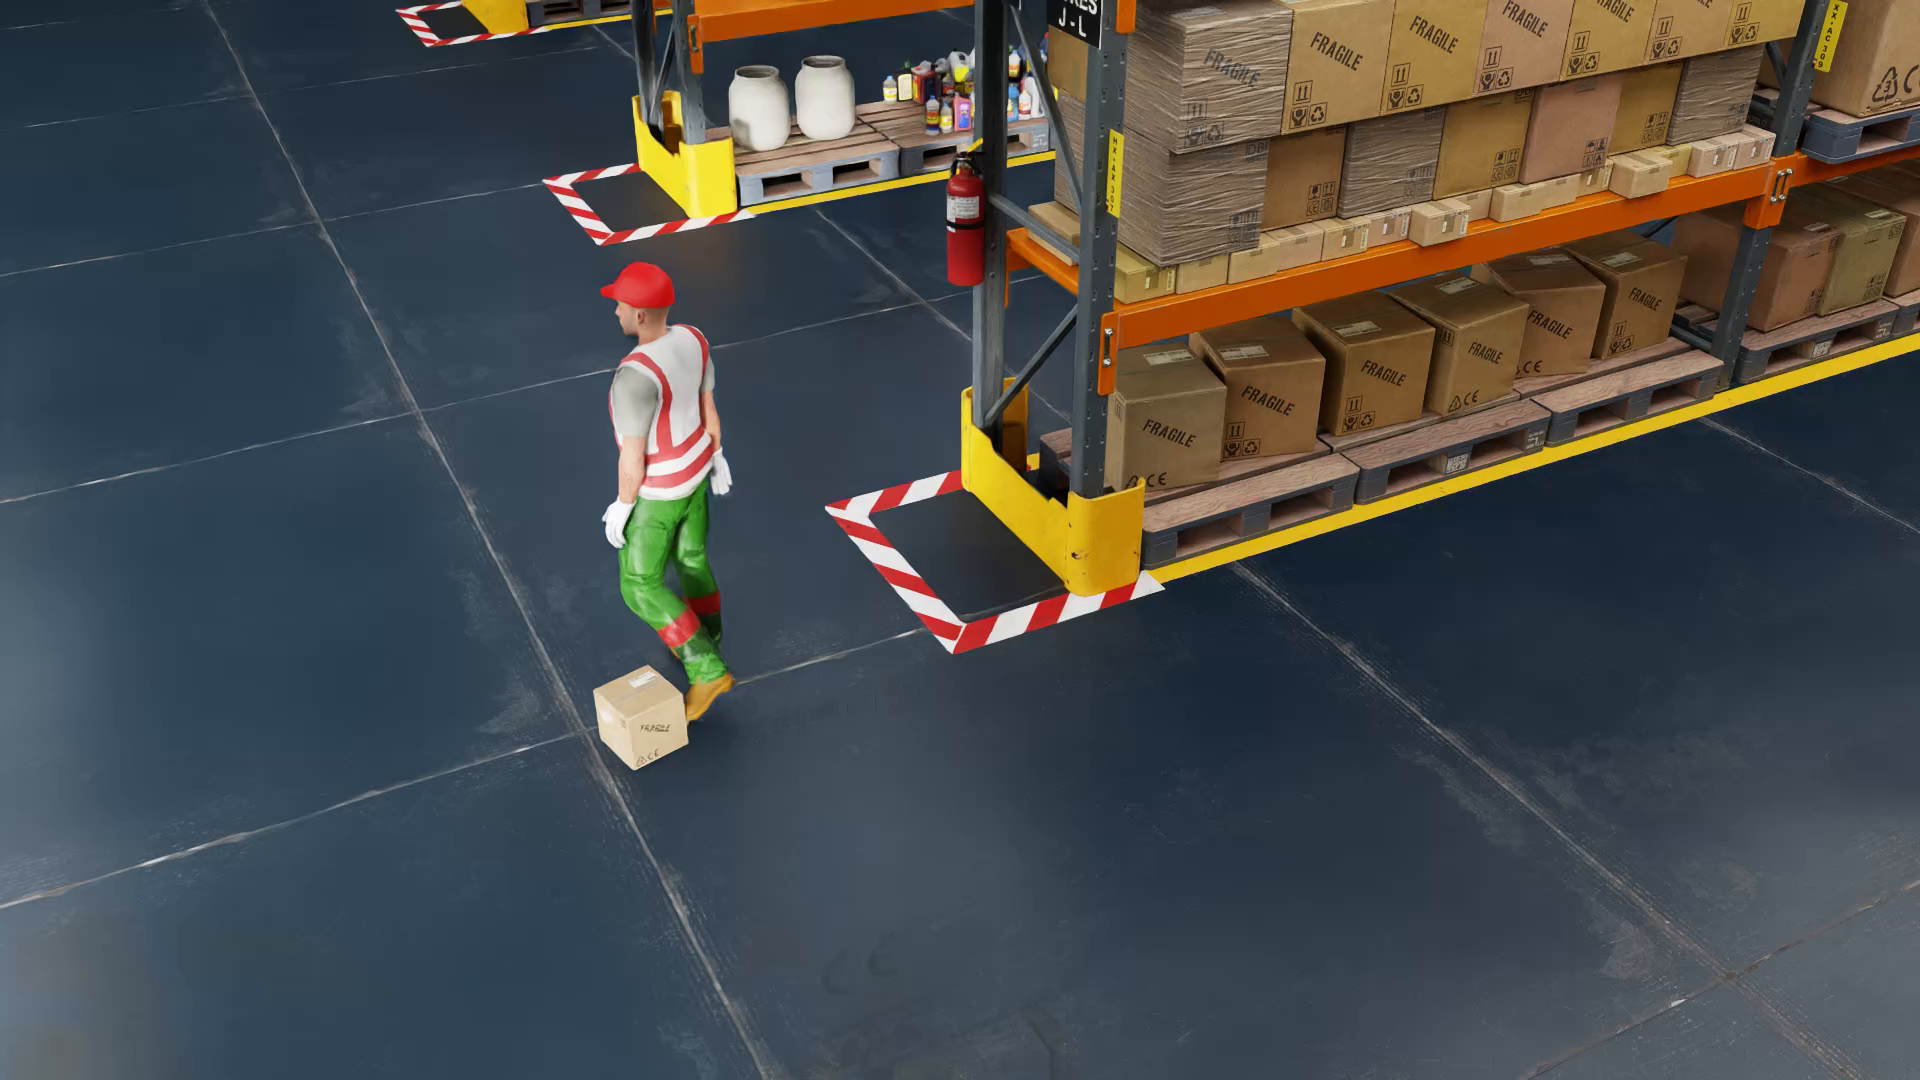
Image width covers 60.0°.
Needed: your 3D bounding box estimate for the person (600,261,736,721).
[{"bbox_3d":[-1.094,-0.177,6.380,0.542,1.779,0.725,12,35,18],"label":"person"}]
